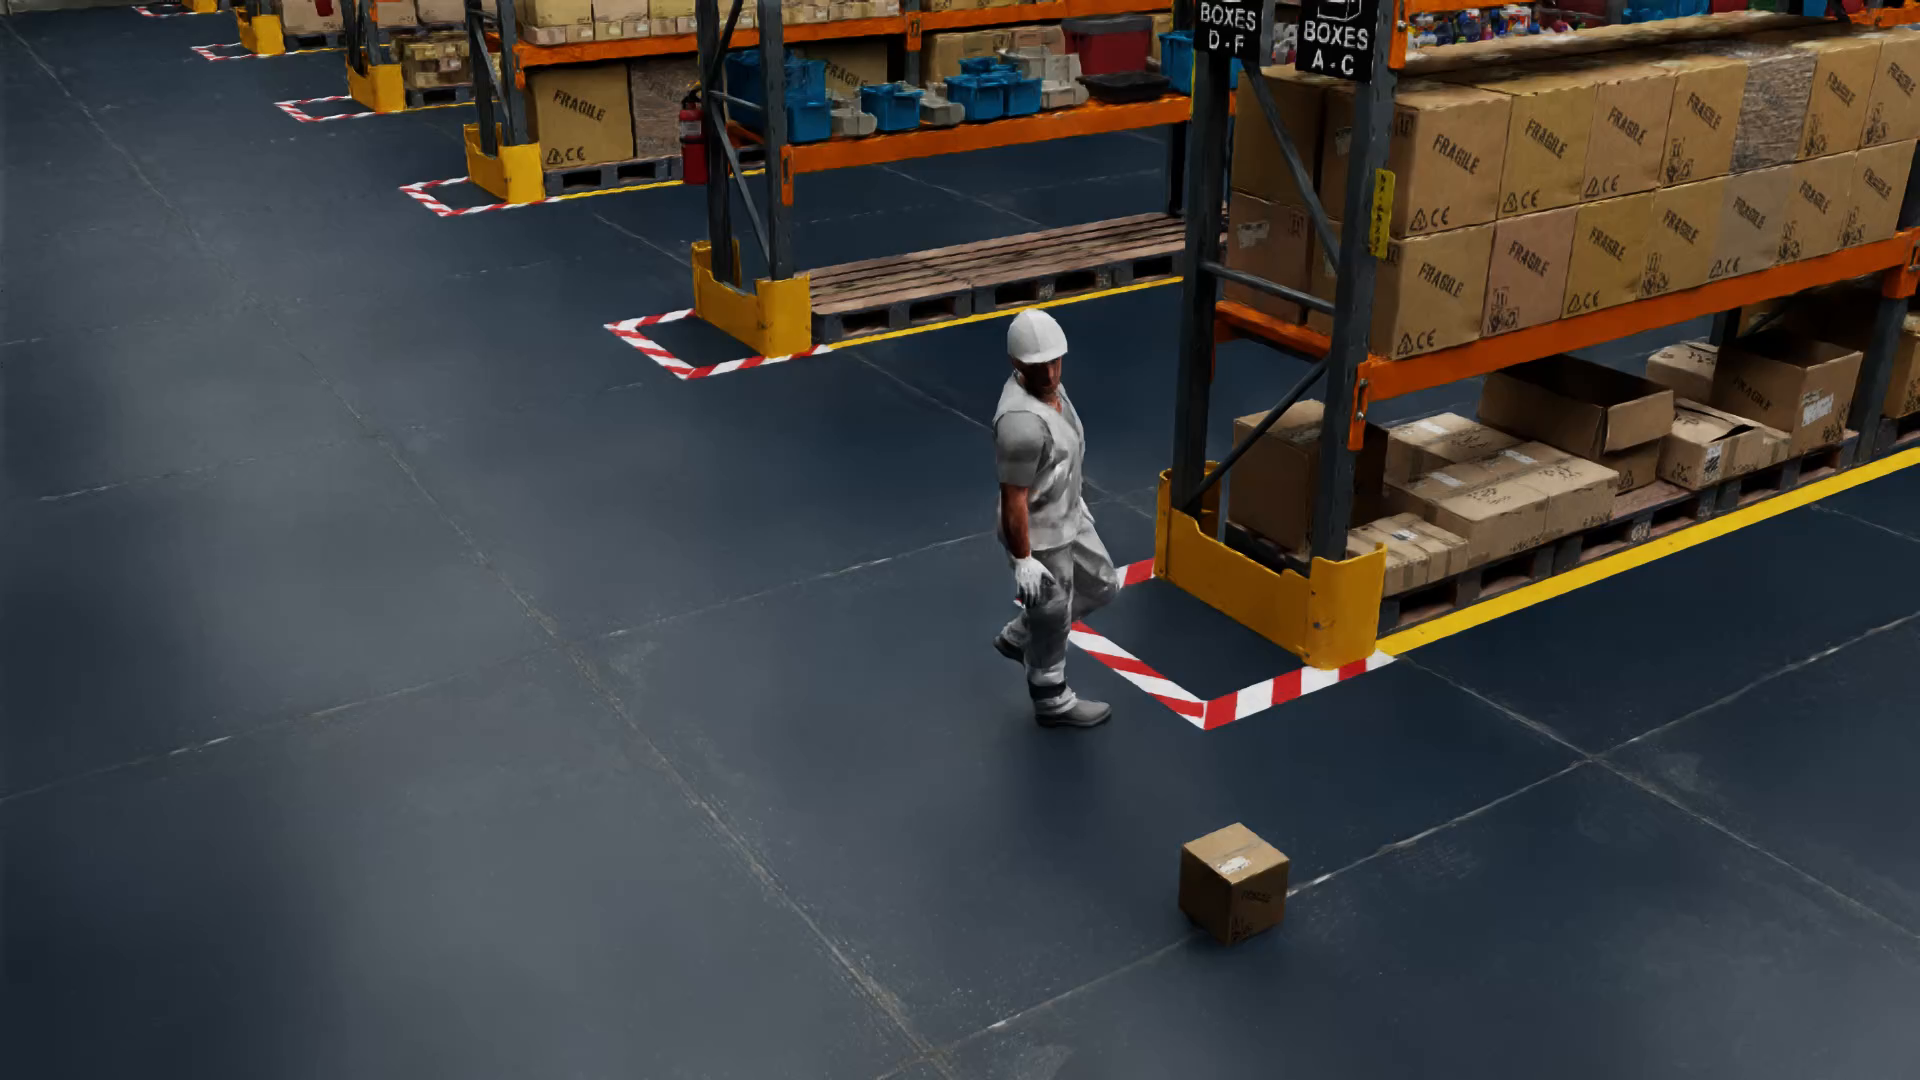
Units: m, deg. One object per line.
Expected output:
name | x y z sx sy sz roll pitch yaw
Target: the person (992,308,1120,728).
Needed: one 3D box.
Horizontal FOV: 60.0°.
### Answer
person | 0.360 -0.026 6.151 0.462 1.770 0.642 4 25 8
